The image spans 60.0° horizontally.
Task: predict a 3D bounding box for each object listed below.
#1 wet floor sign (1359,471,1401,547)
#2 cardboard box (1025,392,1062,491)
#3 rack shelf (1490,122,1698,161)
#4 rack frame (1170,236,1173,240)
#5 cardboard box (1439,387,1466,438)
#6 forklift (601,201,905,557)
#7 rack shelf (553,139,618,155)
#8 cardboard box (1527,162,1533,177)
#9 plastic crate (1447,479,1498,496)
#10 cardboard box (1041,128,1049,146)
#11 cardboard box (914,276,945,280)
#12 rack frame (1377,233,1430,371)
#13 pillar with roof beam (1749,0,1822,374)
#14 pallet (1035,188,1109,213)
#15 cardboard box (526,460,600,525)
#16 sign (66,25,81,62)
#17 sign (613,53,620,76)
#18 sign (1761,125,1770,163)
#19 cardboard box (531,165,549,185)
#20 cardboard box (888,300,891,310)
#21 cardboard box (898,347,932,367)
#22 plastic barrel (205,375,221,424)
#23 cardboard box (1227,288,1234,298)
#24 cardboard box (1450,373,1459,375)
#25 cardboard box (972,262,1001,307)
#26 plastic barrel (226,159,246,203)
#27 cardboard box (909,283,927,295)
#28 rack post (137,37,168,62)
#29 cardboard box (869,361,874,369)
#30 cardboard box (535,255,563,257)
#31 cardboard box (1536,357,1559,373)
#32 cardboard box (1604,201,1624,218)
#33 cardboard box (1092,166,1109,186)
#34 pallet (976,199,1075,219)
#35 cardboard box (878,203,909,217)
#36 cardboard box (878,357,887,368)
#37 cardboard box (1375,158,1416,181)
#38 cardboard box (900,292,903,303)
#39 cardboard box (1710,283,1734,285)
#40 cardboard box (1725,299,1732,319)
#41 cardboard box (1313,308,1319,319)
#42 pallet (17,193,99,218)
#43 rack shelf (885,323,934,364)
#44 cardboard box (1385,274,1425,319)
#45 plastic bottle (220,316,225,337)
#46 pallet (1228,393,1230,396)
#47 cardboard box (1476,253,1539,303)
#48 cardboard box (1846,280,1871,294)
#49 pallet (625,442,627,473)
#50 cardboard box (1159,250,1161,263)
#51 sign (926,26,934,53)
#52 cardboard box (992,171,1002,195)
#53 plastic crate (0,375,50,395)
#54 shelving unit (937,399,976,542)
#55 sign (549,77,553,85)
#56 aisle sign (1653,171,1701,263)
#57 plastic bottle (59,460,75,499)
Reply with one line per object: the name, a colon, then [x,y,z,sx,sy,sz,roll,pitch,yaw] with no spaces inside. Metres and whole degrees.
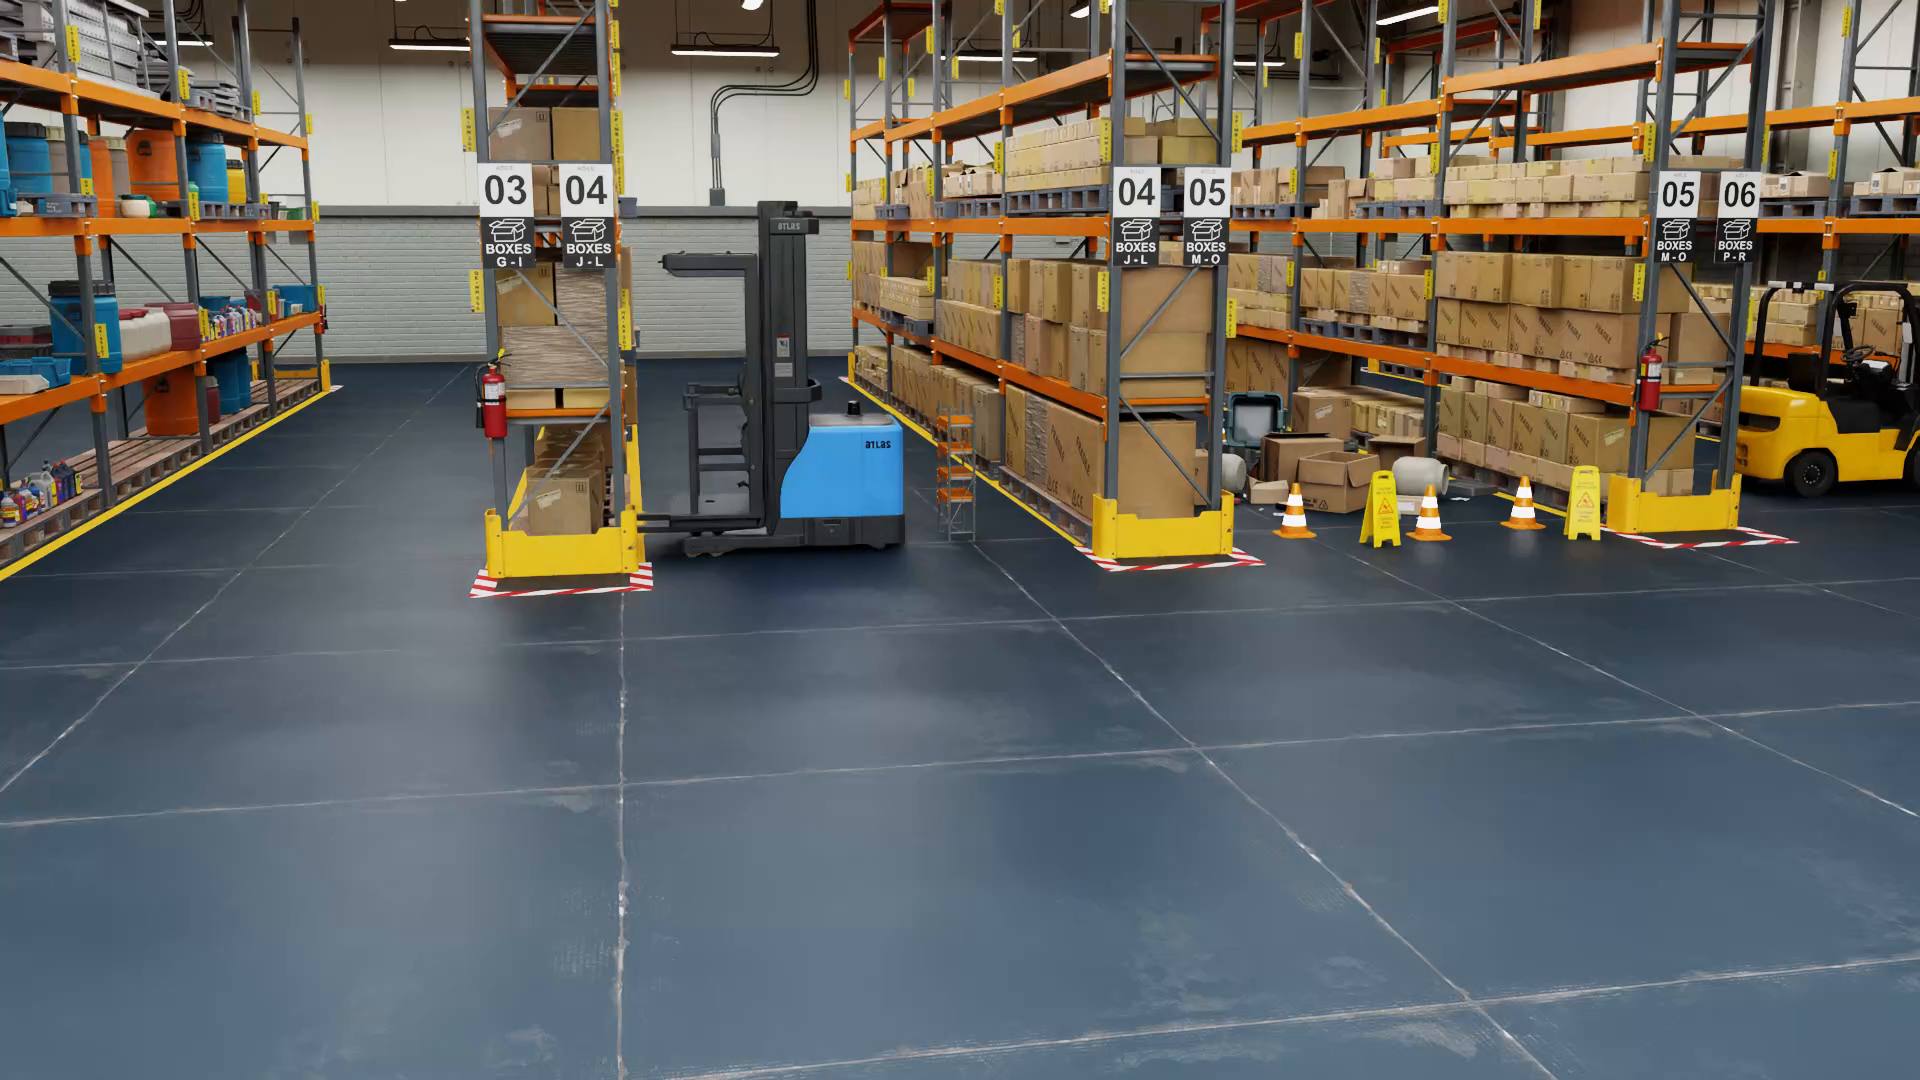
wet floor sign: [3.663,-0.282,14.453,0.267,0.644,0.232,-4,12,-21]
cardboard box: [1.170,-0.985,16.409,0.875,0.875,0.875,-2,11,-11]
rack shelf: [9.474,-5.983,25.057,1.077,0.370,4.000,-2,11,-11]
rack frame: [3.439,-4.505,30.343,1.000,3.000,0.127,-2,11,-11]
cardboard box: [5.623,-1.410,18.307,0.500,0.500,0.500,-2,11,-8]
forklift: [-2.027,-1.403,14.231,3.031,2.935,1.130,-1,11,-7]
rack shelf: [-5.893,-6.175,26.066,1.077,0.370,4.000,-2,11,-11]
cardboard box: [5.898,-3.694,16.600,0.380,0.149,0.250,-2,11,-10]
plastic crate: [5.274,-0.552,17.383,0.402,0.080,0.583,-6,13,-31]
cardboard box: [0.971,-3.745,15.475,0.380,0.149,0.250,-2,11,-11]
cardboard box: [-0.468,-3.868,25.934,0.500,0.500,0.500,-2,11,-12]
rack frame: [8.307,-4.686,31.295,1.000,3.000,0.127,-2,11,-11]
pillar with roof beam: [6.778,-5.803,21.118,9.100,9.000,0.400,-2,11,-11]
pallet: [1.320,-3.162,15.501,1.003,0.211,1.213,-2,11,-11]
cardboard box: [-3.425,-0.412,14.401,0.500,0.500,0.500,1,11,4]
sign: [-8.264,-4.626,15.493,0.100,0.325,0.005,-2,11,-11]
sign: [-4.974,-6.878,24.055,0.100,0.325,0.005,-2,11,-11]
sign: [7.083,-3.493,14.667,0.100,0.325,0.005,-2,11,-11]
cardboard box: [-3.465,-2.897,13.209,0.380,0.149,0.250,-2,11,-13]
cardboard box: [-0.841,-3.424,24.212,0.380,0.149,0.250,-2,11,-10]
cardboard box: [-0.628,-2.677,24.294,0.500,0.250,0.500,-2,11,-9]
plastic barrel: [-9.915,-1.815,21.537,0.600,0.588,0.708,-2,11,-11]
cardboard box: [4.227,-3.664,24.989,0.500,0.250,0.500,-2,11,-10]
cardboard box: [8.619,-2.973,28.482,0.396,0.266,0.258,-2,11,-9]
cardboard box: [0.538,-3.016,19.580,0.700,0.500,0.500,-2,11,-12]
plastic barrel: [-9.985,-4.843,22.471,0.600,0.588,0.600,0,11,0]
cardboard box: [-0.483,-3.382,22.399,0.380,0.149,0.250,-2,11,-9]
rack post: [-9.832,-5.837,19.917,0.624,0.289,0.986,-2,11,-11]
cardboard box: [-1.326,-2.963,27.946,0.380,0.149,0.250,-3,11,-14]
cardboard box: [-4.011,-2.447,15.792,0.500,0.500,0.500,-2,11,-11]
cardboard box: [5.951,-1.740,16.487,0.380,0.149,0.250,-2,11,-12]
cardboard box: [6.127,-3.020,15.192,0.380,0.149,0.250,-2,11,-11]
cardboard box: [1.318,-3.026,13.832,0.380,0.149,0.250,-2,11,-11]
pallet: [0.711,-3.651,18.348,0.805,0.209,1.217,-3,11,-13]
cardboard box: [-0.979,-5.053,25.600,0.500,0.250,0.500,-2,11,-10]
cardboard box: [-1.087,-2.817,26.387,0.380,0.149,0.250,-2,11,-12]
cardboard box: [5.315,-4.444,19.940,0.500,0.250,0.500,-2,11,-10]
cardboard box: [-0.636,-3.379,23.179,0.380,0.149,0.250,-2,11,-10]
cardboard box: [10.392,-3.398,22.526,0.380,0.149,0.250,-2,11,-12]
cardboard box: [10.094,-2.926,21.111,0.500,0.250,0.500,-2,11,-10]
cardboard box: [4.898,-3.001,21.991,0.380,0.149,0.250,-3,11,-15]
pallet: [-8.570,-3.016,15.000,1.213,0.211,1.003,-2,11,-11]
rack shelf: [-0.230,-2.853,23.585,1.077,0.370,4.000,-2,11,-11]
cardboard box: [5.360,-2.873,19.582,0.500,0.500,0.500,-2,11,-11]
plastic bottle: [-9.571,-2.759,21.515,0.097,0.271,0.097,0,11,0]
pallet: [4.682,-2.038,24.842,1.003,0.211,1.213,-2,11,-11]
cardboard box: [5.795,-2.714,17.198,0.700,0.500,0.500,-2,11,-12]
cardboard box: [10.412,-2.930,19.270,0.380,0.149,0.250,-2,11,-10]
pallet: [-4.341,-0.941,19.075,1.003,0.211,1.213,-2,11,-11]
cardboard box: [3.566,-4.667,28.251,0.500,0.500,0.500,-2,11,-11]
sign: [-0.371,-6.262,20.822,0.100,0.325,0.005,-2,11,-11]
cardboard box: [0.643,-3.885,18.072,0.500,0.250,0.500,-2,11,-10]
plastic crate: [-8.242,-1.345,14.448,0.530,0.136,0.437,-2,11,-11]
shelving unit: [-0.032,-0.620,14.744,0.258,1.200,0.503,-2,11,-11]
sign: [-6.827,-7.609,27.686,0.100,0.325,0.005,-2,11,-11]
aisle sign: [6.279,-2.826,14.567,0.394,0.787,0.004,-2,11,-11]
plastic bottle: [-8.398,-0.571,15.581,0.144,0.351,0.185,-2,11,-13]
